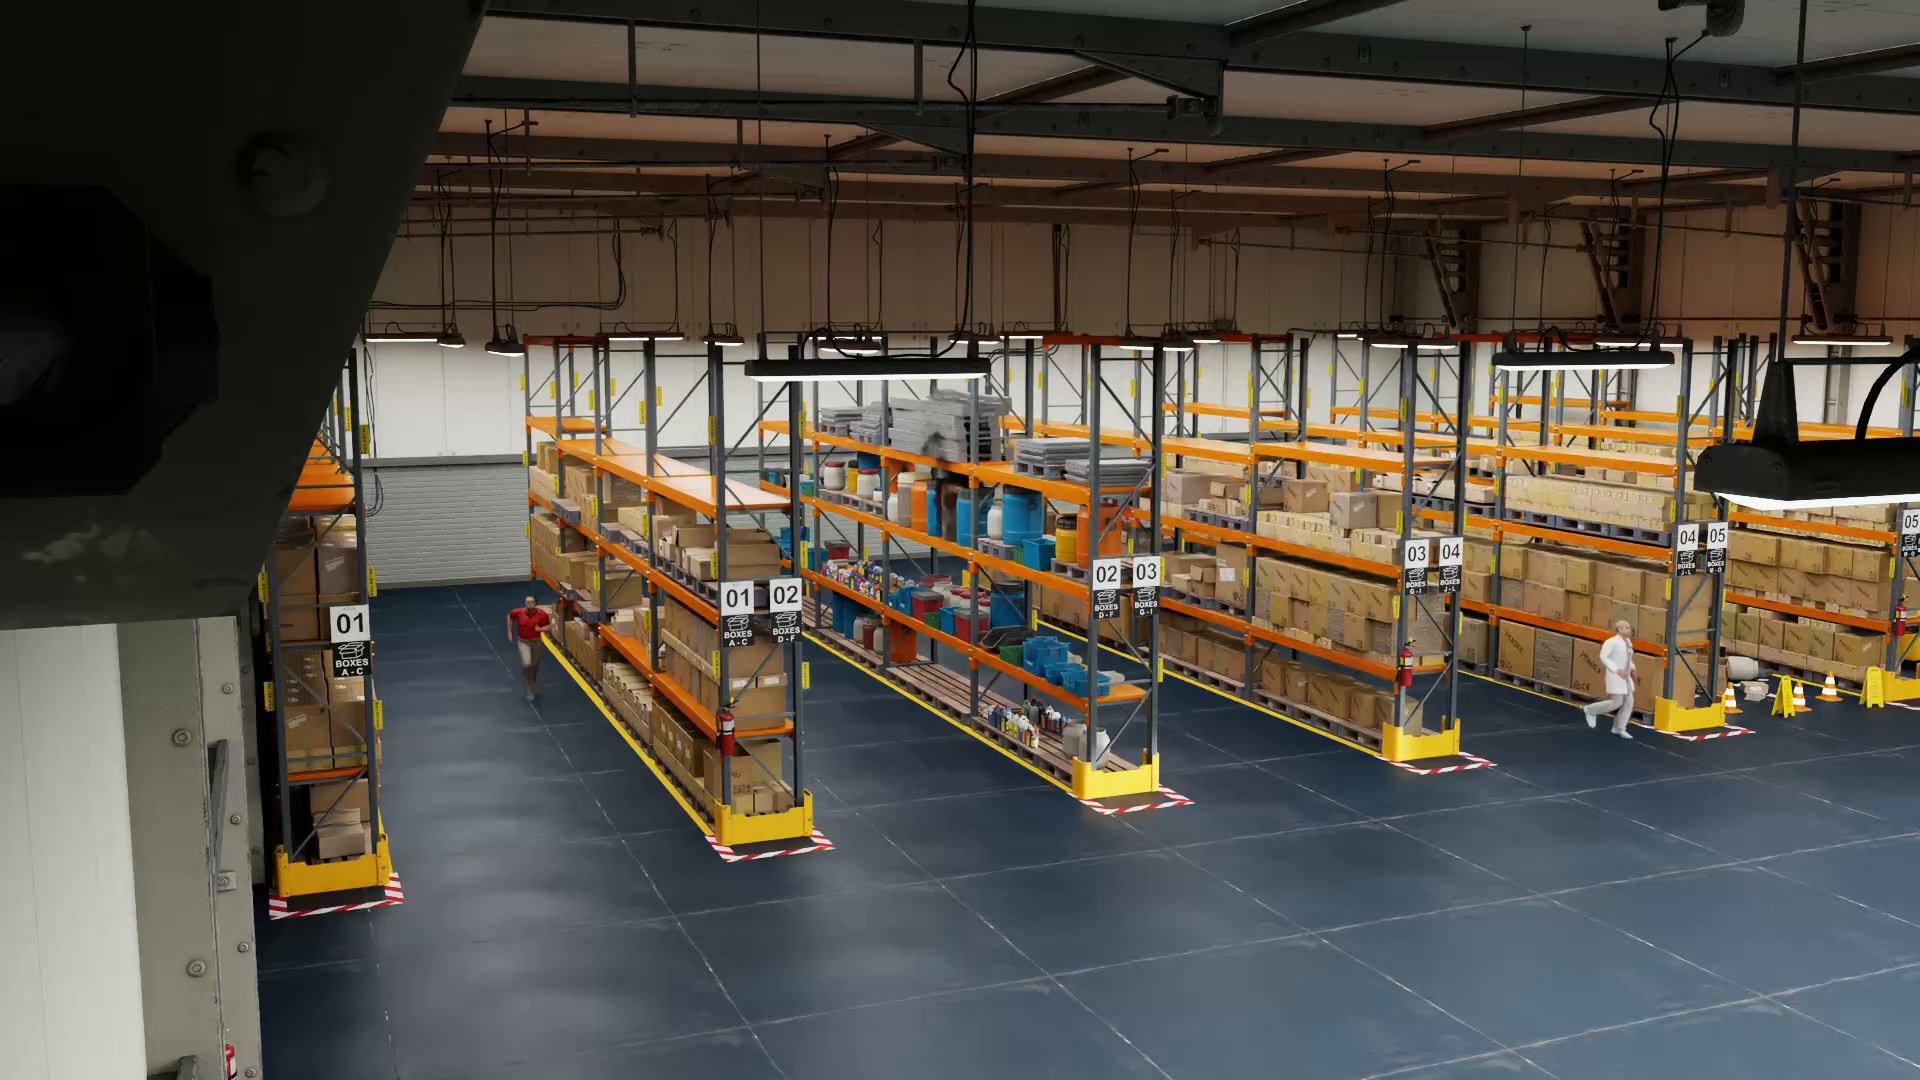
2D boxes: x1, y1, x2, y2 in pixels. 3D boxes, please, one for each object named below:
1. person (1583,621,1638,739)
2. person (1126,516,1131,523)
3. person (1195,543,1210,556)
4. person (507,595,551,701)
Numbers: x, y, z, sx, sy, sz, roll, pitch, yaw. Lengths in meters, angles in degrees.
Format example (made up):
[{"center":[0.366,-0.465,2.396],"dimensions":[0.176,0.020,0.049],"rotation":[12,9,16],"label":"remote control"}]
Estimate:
[{"center":[10.041,2.109,25.462],"dimensions":[0.758,1.774,0.780],"rotation":[-6,10,-39],"label":"person"},{"center":[3.903,0.236,39.269],"dimensions":[0.682,1.784,0.883],"rotation":[-4,8,-26],"label":"person"},{"center":[6.122,-0.017,41.782],"dimensions":[0.582,1.623,0.527],"rotation":[-7,10,-42],"label":"person"},{"center":[-7.219,1.791,27.915],"dimensions":[0.686,1.779,0.876],"rotation":[-3,8,-20],"label":"person"}]
